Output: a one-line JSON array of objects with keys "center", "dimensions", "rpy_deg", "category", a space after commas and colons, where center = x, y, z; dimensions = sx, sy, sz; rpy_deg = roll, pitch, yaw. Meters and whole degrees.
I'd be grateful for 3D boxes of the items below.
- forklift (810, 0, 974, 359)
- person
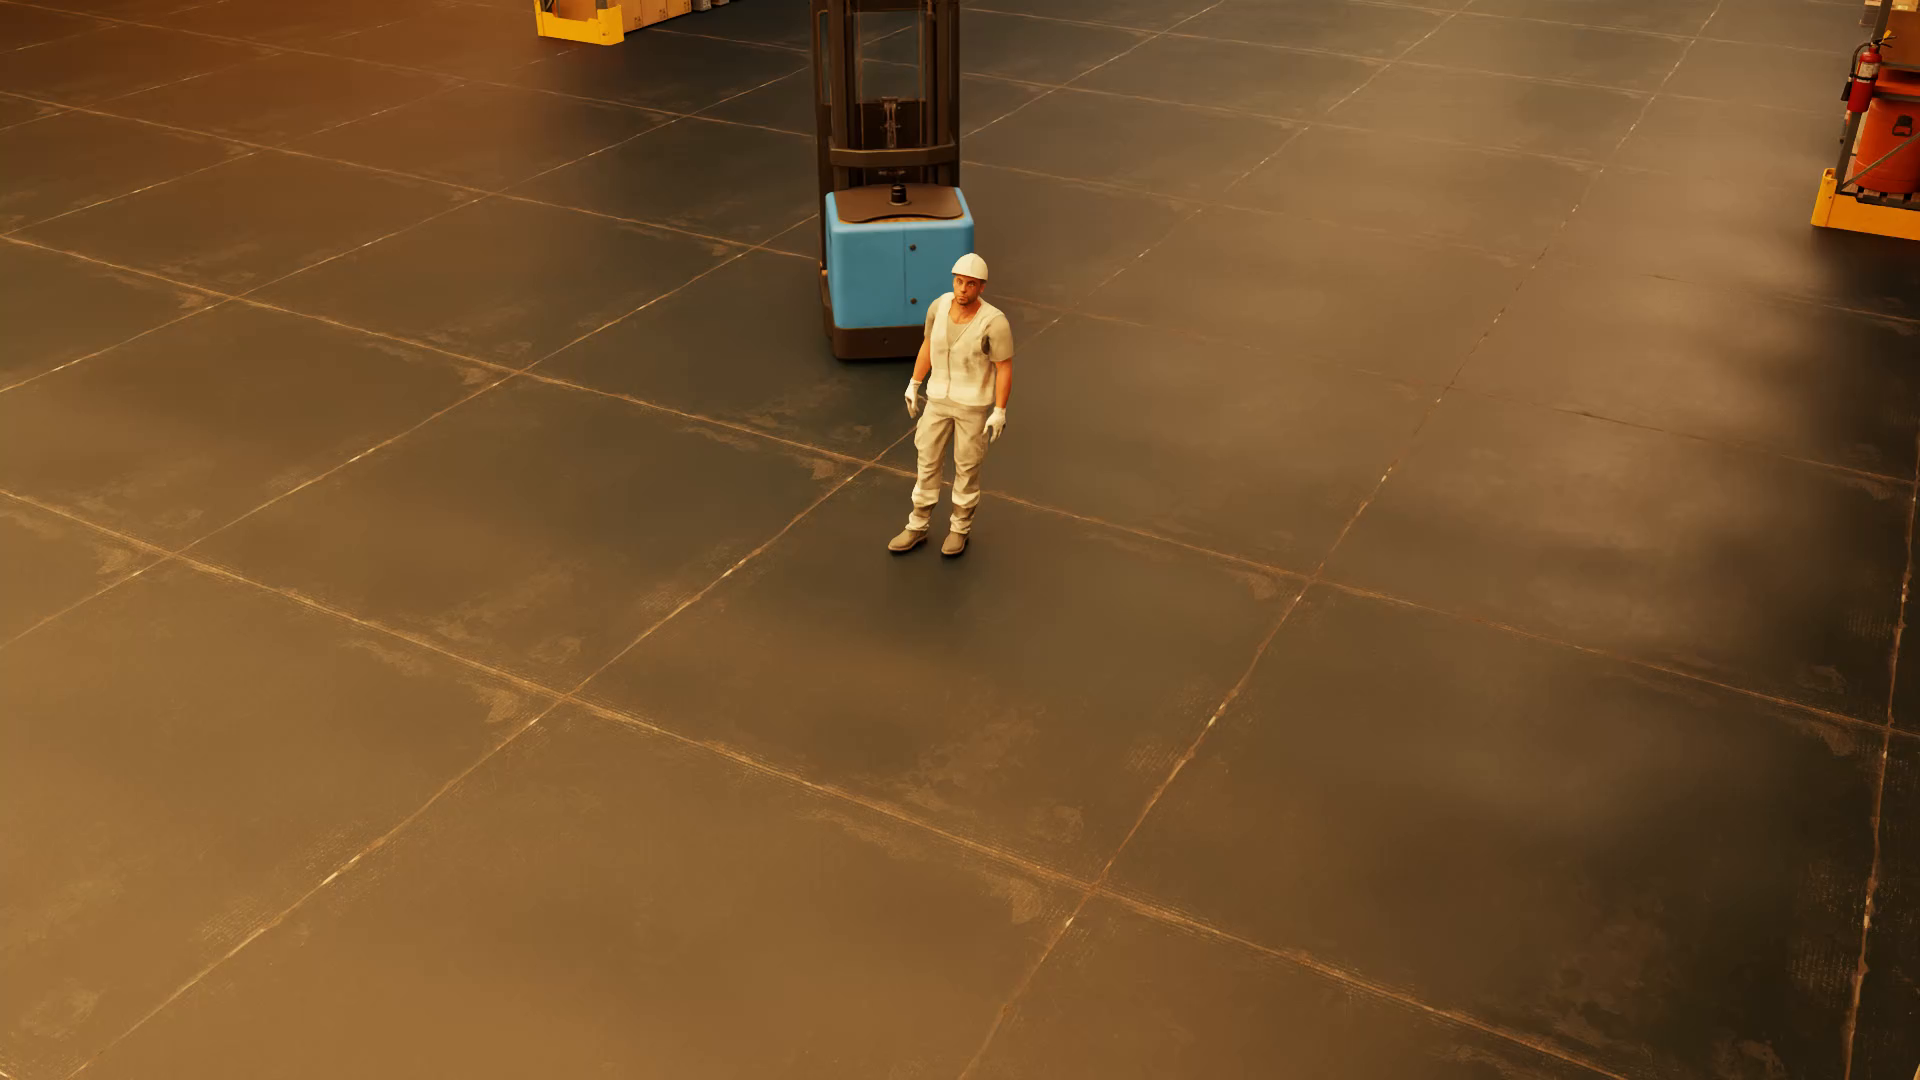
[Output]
[{"center": [-0.580, -3.302, 12.793], "dimensions": [1.130, 2.935, 3.031], "rpy_deg": [-4, 30, -6], "category": "forklift"}, {"center": [-0.048, -0.748, 9.495], "dimensions": [0.638, 1.789, 0.562], "rpy_deg": [15, 33, 25], "category": "person"}]
